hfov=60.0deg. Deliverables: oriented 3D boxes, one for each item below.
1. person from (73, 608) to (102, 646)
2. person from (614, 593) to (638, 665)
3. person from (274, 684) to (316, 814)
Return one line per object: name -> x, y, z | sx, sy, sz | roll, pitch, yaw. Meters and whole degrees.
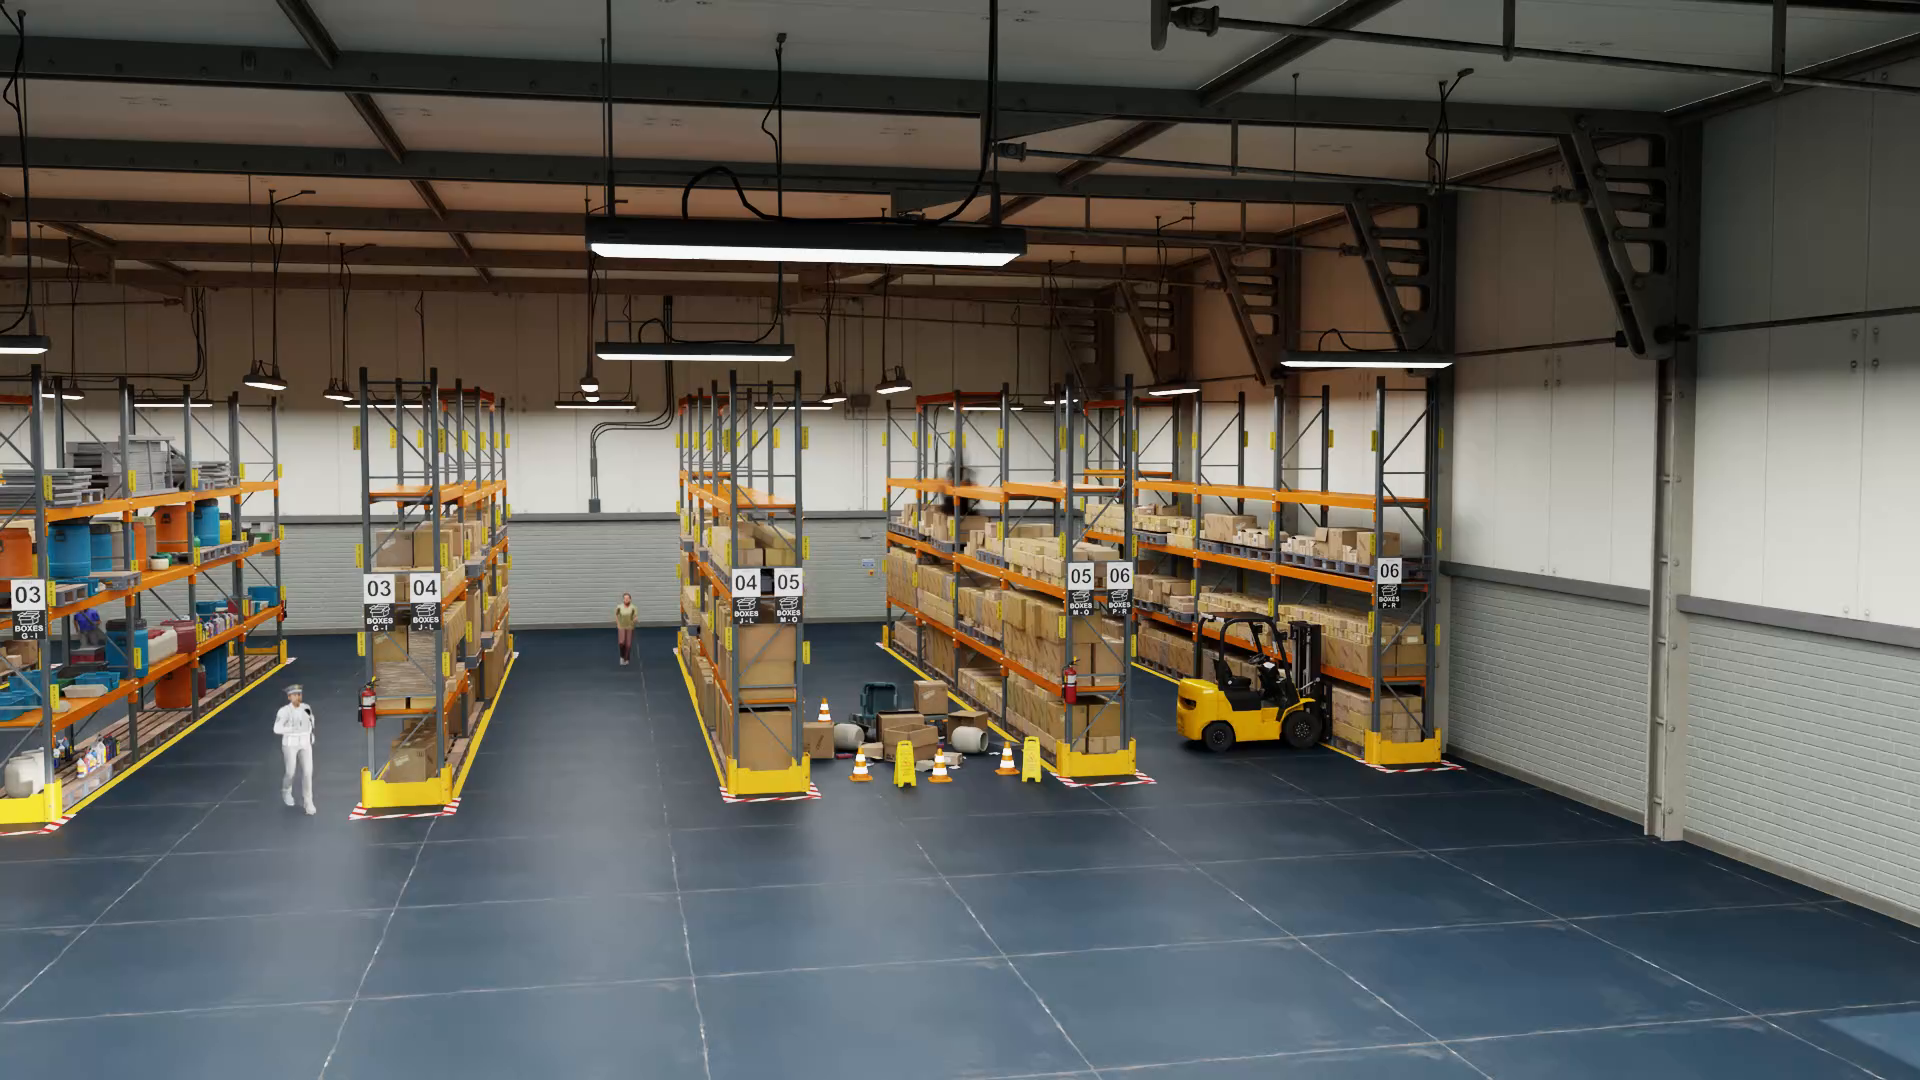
person -> -18.616, 2.095, 35.471 | 0.578, 1.706, 0.729 | -1, 4, -18
person -> -7.418, 1.979, 36.981 | 0.516, 1.614, 0.694 | -1, 3, -13
person -> -8.960, 2.795, 22.448 | 0.584, 1.713, 0.855 | -3, 4, -39
